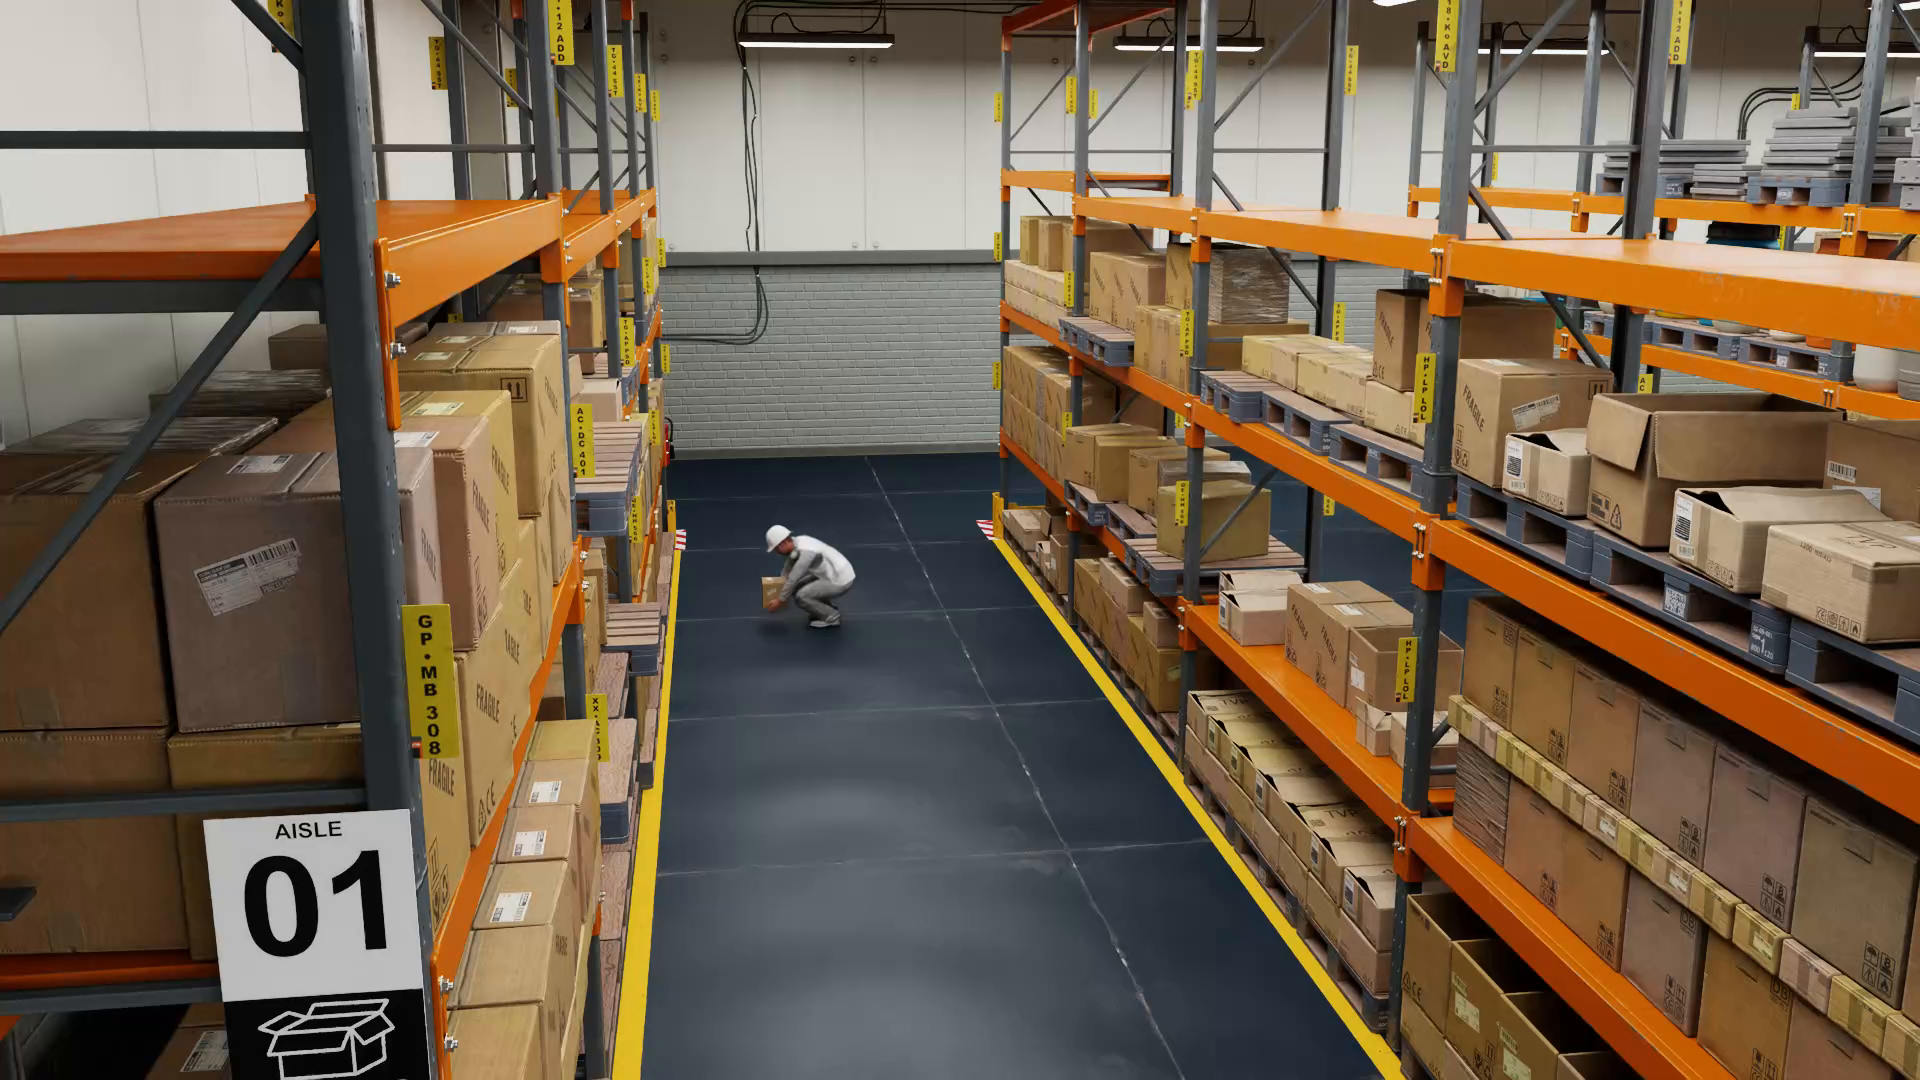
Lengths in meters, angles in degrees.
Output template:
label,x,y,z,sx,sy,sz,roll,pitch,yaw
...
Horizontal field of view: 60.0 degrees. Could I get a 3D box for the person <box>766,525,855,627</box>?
label,x,y,z,sx,sy,sz,roll,pitch,yaw
person,-1.467,0.332,16.209,0.880,1.012,0.521,-2,13,-9
